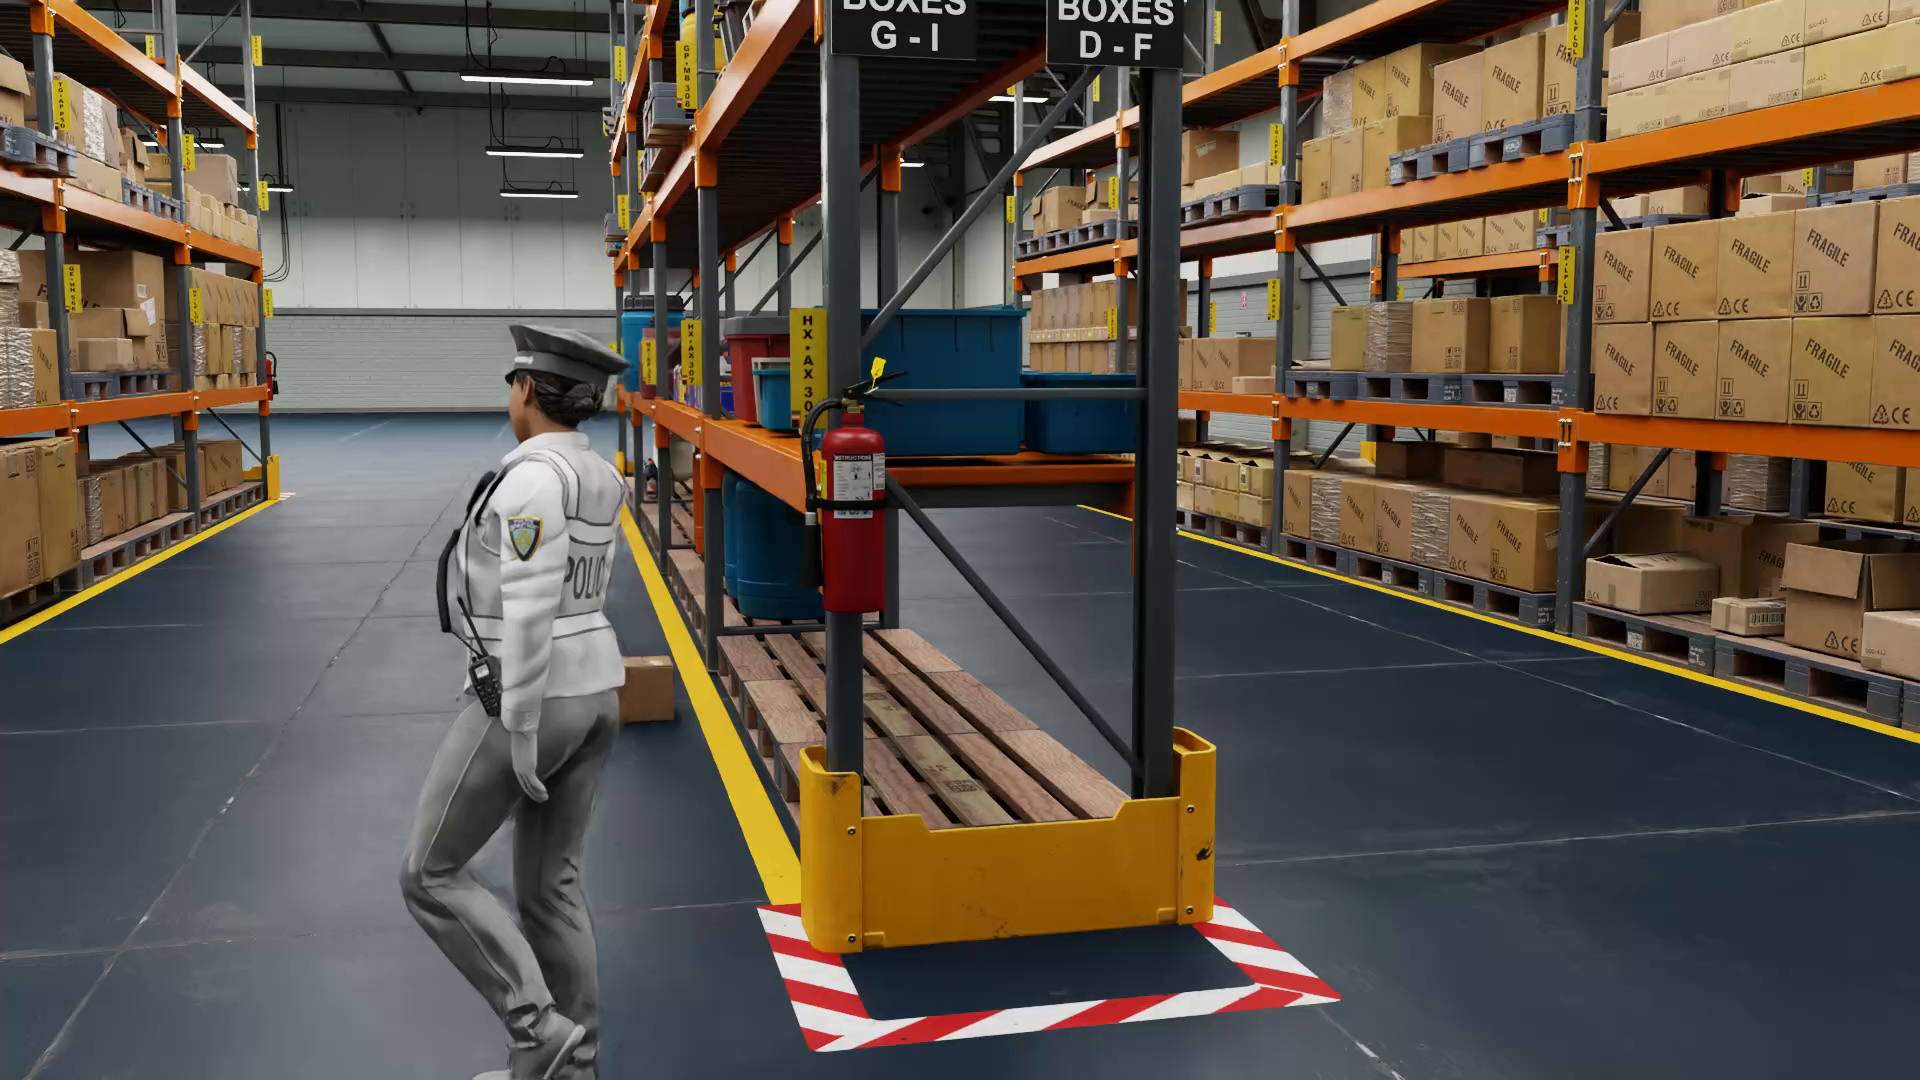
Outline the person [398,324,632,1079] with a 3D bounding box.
[{"bbox_3d":[-0.924,0.379,3.528,0.410,1.662,0.518,2,6,14],"label":"person"}]
